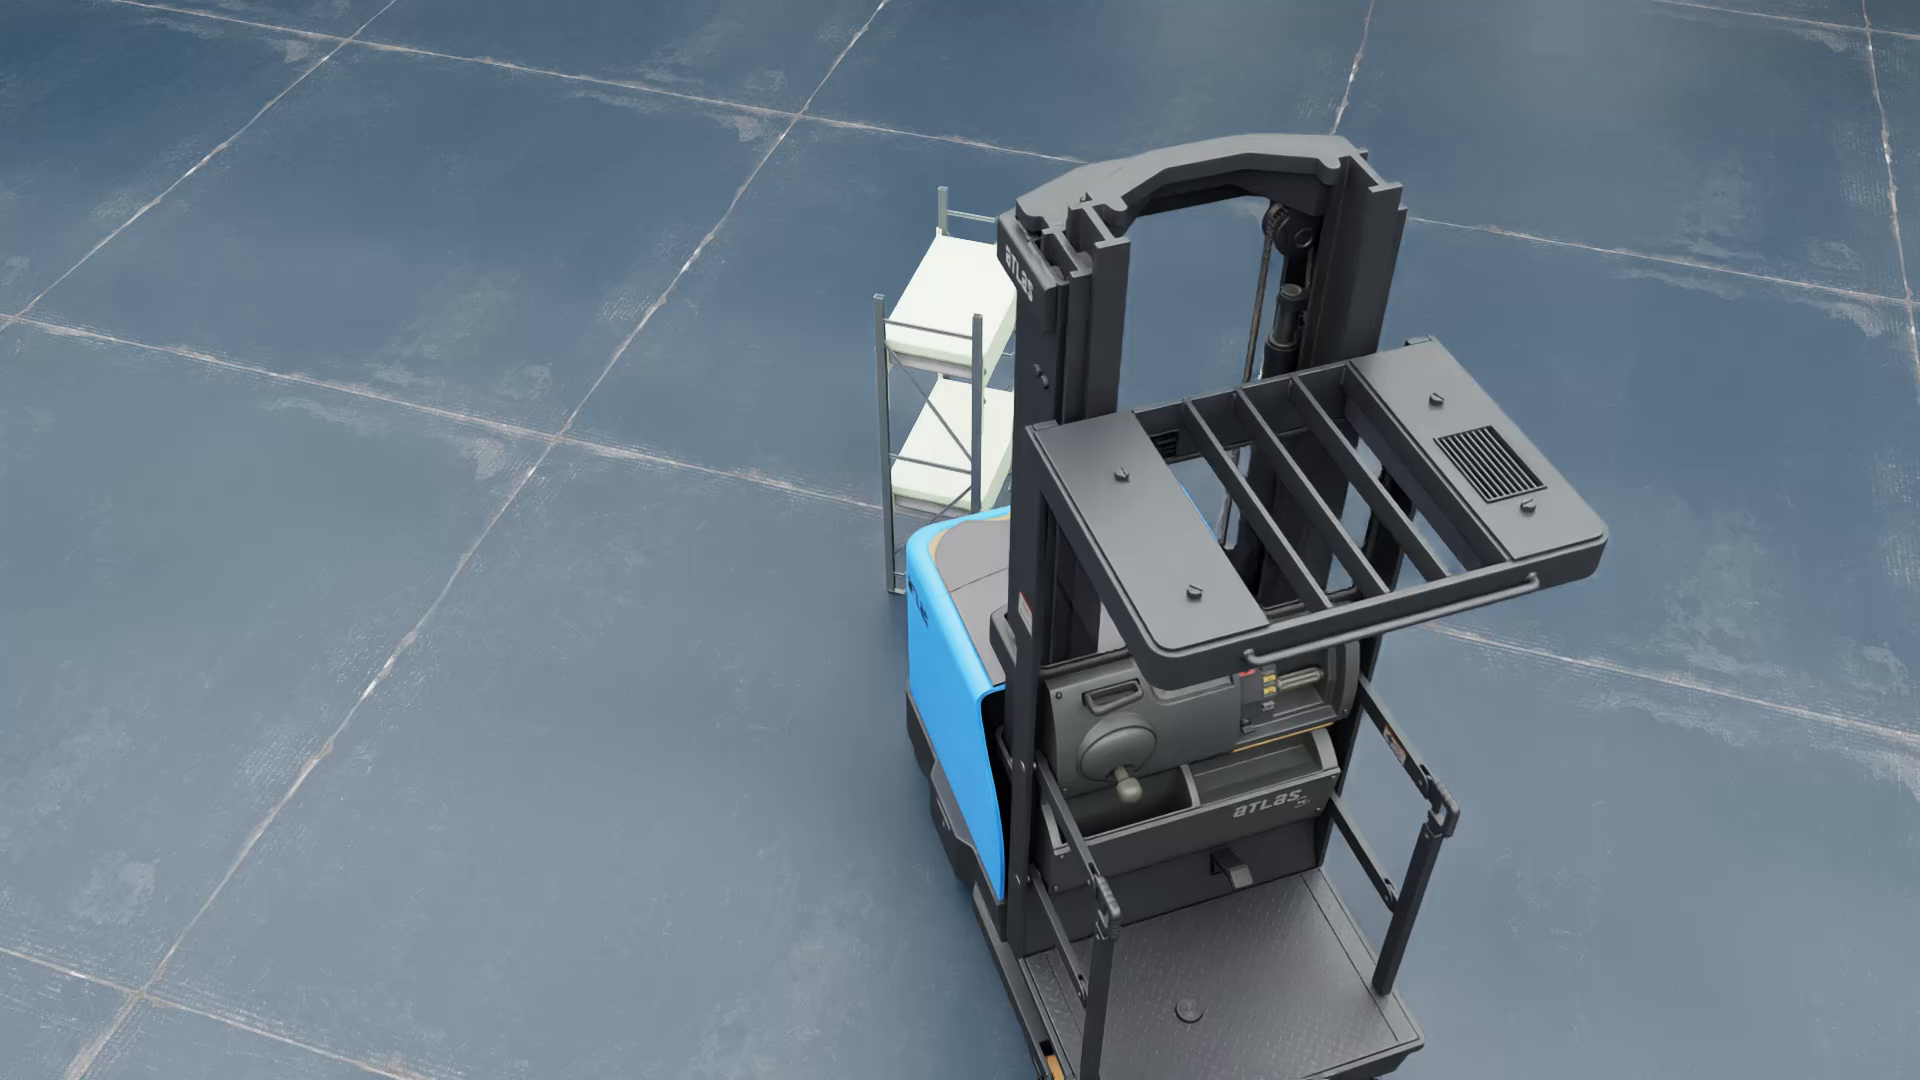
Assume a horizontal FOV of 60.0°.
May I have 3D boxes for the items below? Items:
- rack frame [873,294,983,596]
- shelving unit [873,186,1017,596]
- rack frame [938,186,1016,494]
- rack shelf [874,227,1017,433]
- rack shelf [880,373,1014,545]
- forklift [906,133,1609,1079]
[{"bbox_3d":[-0.113,-0.288,6.371,0.400,1.500,0.023,13,46,12],"label":"rack frame"},{"bbox_3d":[-0.002,-0.532,6.620,0.431,1.500,0.755,13,46,12],"label":"shelving unit"},{"bbox_3d":[0.109,-0.776,6.869,0.400,1.500,0.023,13,46,12],"label":"rack frame"},{"bbox_3d":[-0.002,-0.811,6.347,0.431,0.370,0.720,13,46,12],"label":"rack shelf"},{"bbox_3d":[-0.002,-0.299,6.848,0.431,0.370,0.720,13,46,12],"label":"rack shelf"},{"bbox_3d":[0.762,0.548,4.493,1.130,2.935,3.031,-14,46,-14],"label":"forklift"}]
